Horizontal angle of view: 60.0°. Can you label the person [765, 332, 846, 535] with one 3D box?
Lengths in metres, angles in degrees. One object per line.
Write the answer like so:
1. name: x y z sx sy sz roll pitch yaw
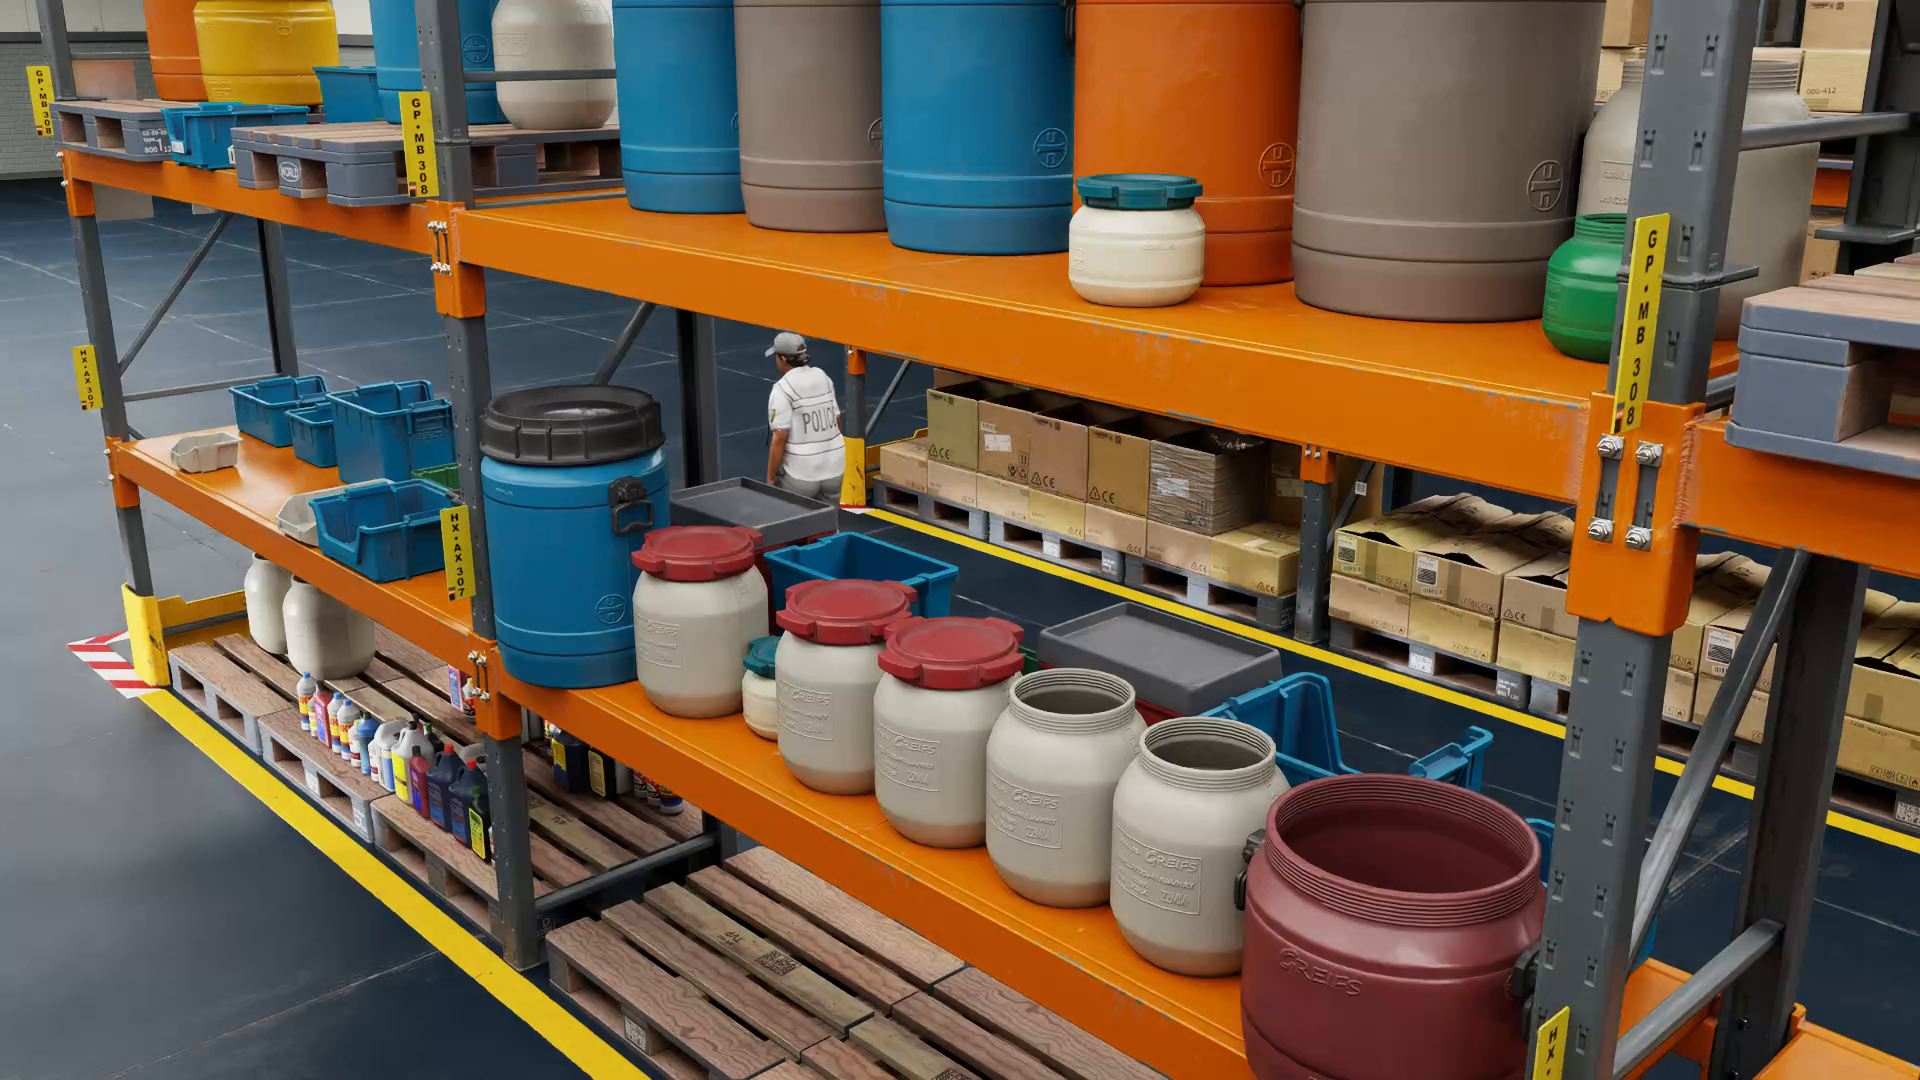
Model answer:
1. person: -0.920 -0.404 9.822 0.468 1.667 0.557 16 24 42
